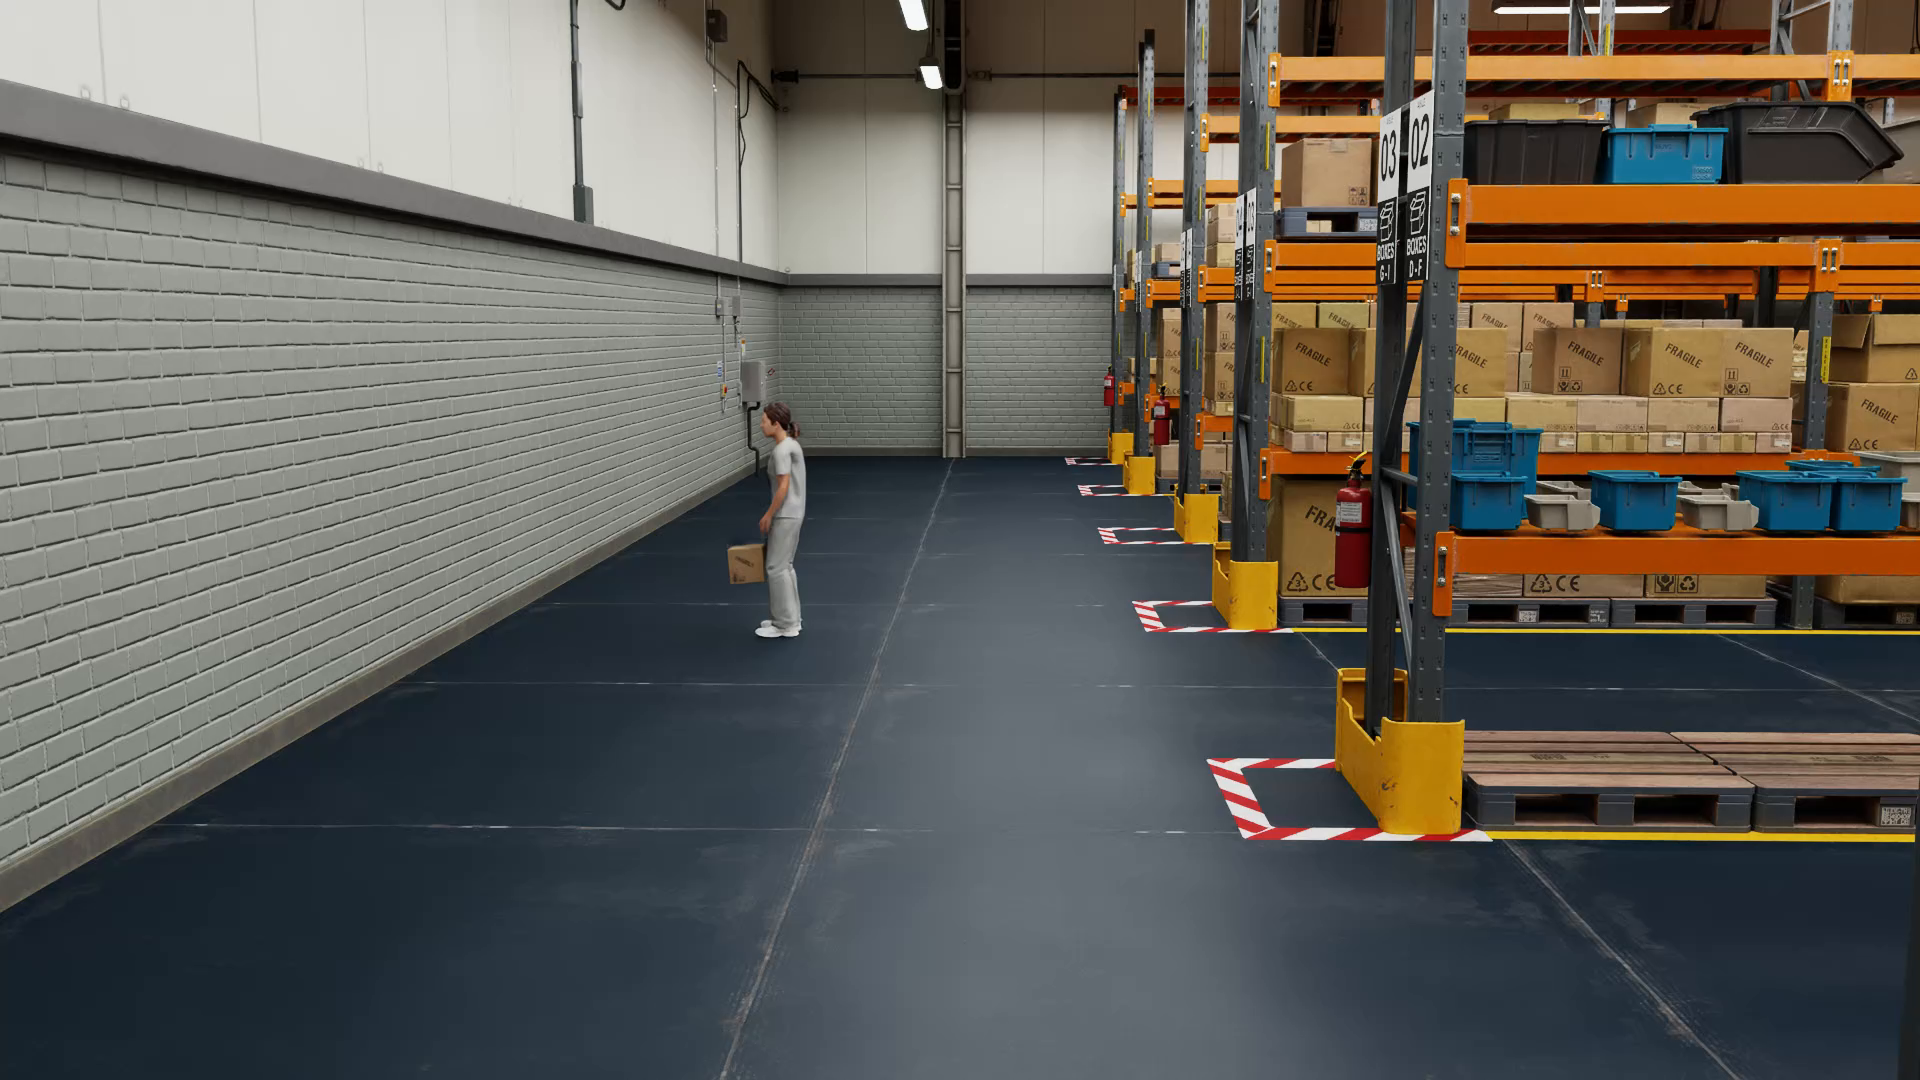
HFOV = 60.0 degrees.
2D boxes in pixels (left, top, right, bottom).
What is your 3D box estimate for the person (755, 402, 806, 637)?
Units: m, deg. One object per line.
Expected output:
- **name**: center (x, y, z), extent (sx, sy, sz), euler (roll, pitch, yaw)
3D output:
- **person**: center (-1.287, -0.150, 11.939), extent (0.364, 1.676, 0.474), euler (0, 7, 0)
